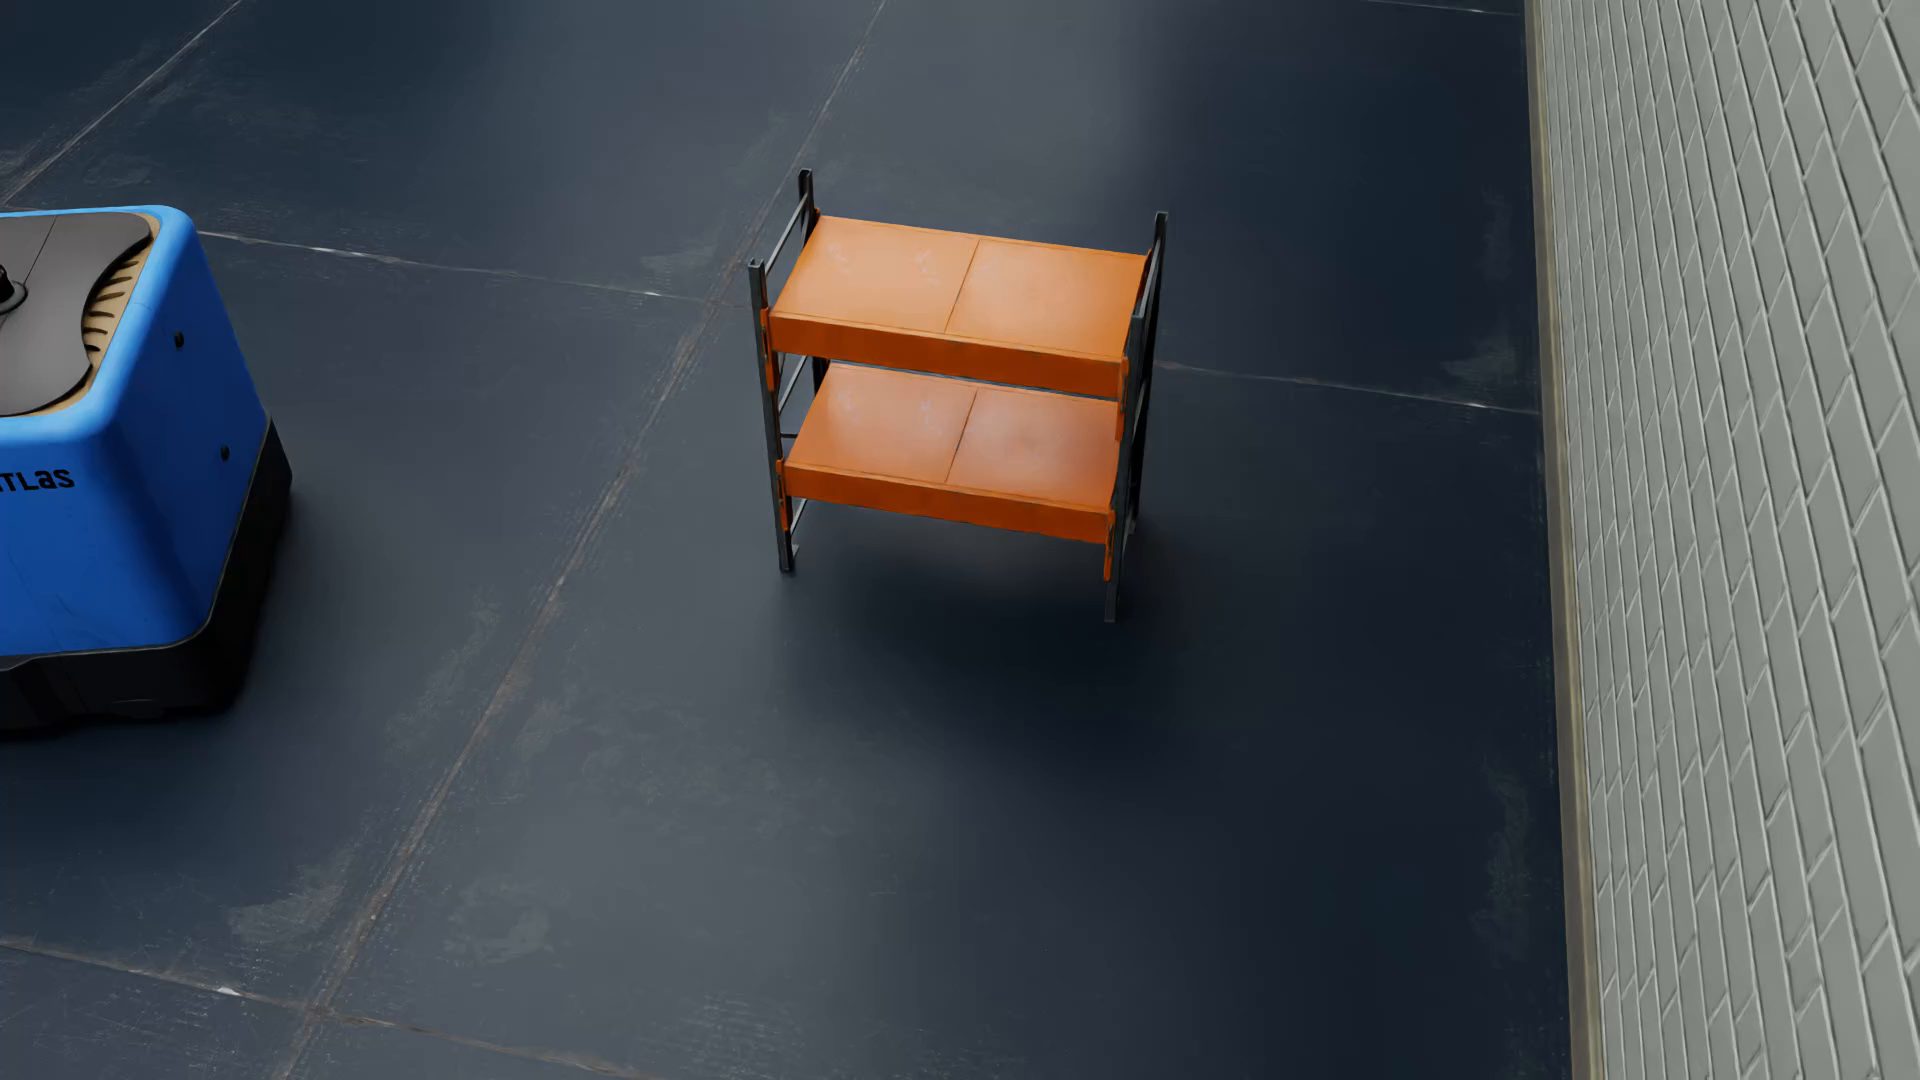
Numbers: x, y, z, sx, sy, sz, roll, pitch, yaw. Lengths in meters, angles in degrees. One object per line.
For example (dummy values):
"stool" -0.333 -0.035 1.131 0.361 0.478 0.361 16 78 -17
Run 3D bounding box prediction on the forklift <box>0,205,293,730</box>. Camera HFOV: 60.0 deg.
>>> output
"forklift" -3.612 -0.802 3.970 3.031 2.935 1.130 -4 44 -4

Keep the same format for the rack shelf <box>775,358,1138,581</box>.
"rack shelf" 0.007 -0.228 5.028 1.000 0.278 0.538 9 45 9

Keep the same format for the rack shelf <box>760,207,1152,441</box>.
"rack shelf" 0.007 -0.615 4.656 1.000 0.278 0.538 9 45 9

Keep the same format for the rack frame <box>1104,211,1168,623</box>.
"rack frame" 0.503 -0.327 4.779 0.032 1.125 0.500 9 45 9

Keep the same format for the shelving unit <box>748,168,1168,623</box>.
"shelving unit" 0.007 -0.404 4.859 1.048 1.125 0.538 9 45 9

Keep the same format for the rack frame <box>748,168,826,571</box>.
"rack frame" -0.489 -0.481 4.939 0.032 1.125 0.500 9 45 9
